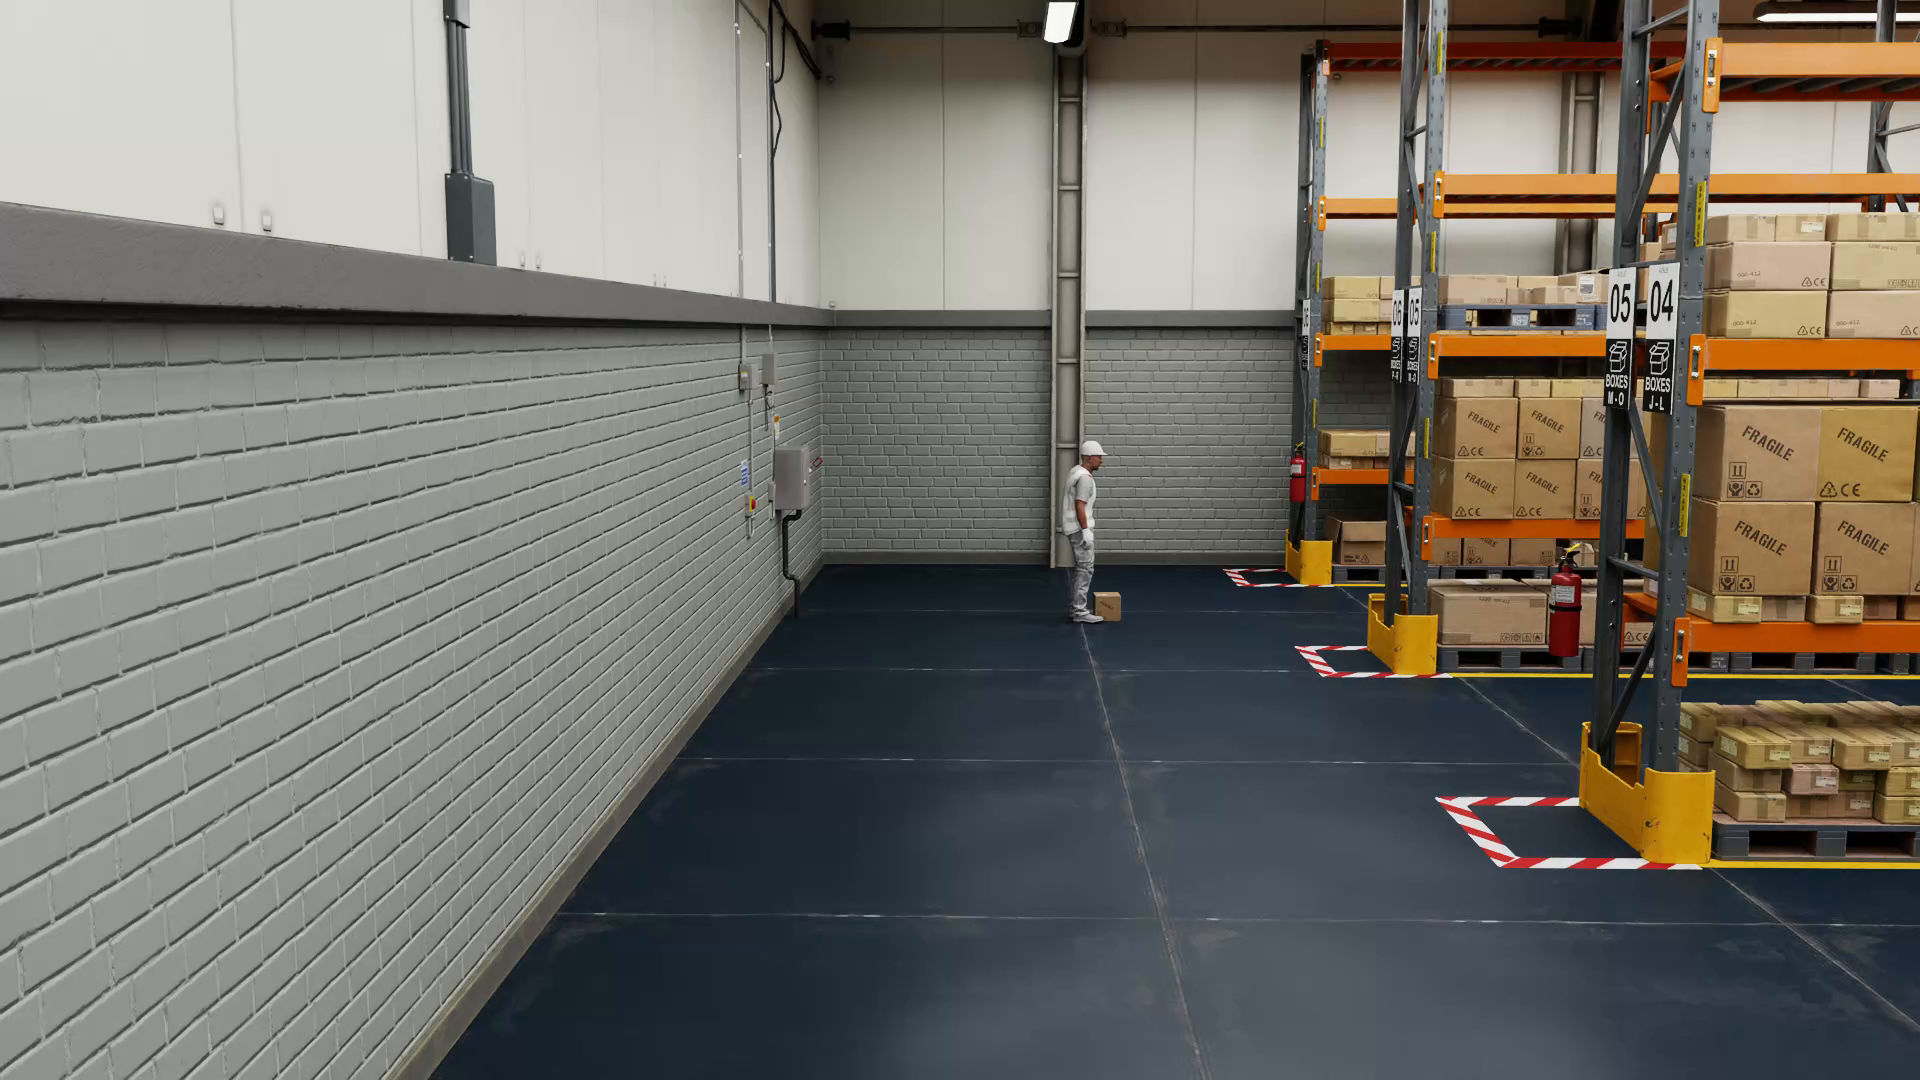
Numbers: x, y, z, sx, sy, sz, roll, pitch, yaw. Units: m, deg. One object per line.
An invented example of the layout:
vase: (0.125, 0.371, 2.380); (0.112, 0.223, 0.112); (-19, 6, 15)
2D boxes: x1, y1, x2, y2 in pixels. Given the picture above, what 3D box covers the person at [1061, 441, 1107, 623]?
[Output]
person: (1.226, -0.090, 16.444); (0.450, 1.773, 0.614); (0, 7, 1)
